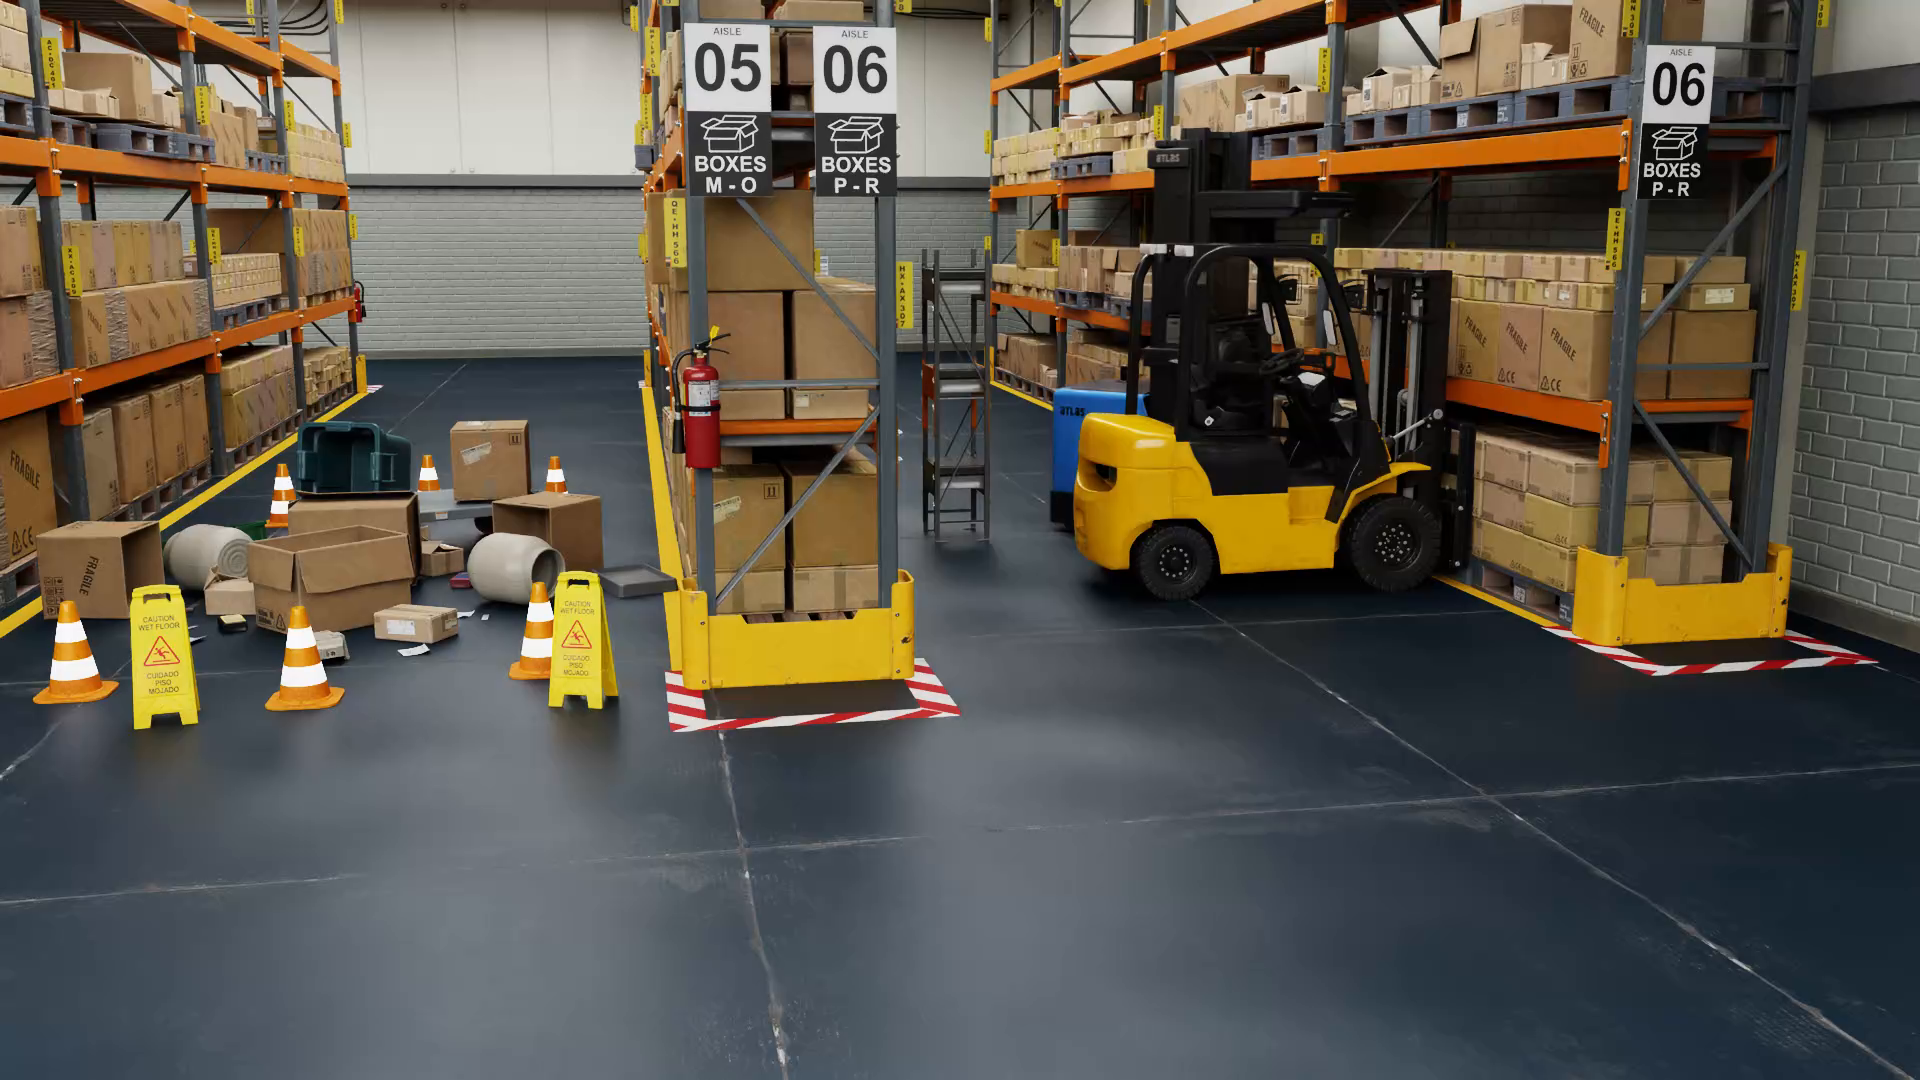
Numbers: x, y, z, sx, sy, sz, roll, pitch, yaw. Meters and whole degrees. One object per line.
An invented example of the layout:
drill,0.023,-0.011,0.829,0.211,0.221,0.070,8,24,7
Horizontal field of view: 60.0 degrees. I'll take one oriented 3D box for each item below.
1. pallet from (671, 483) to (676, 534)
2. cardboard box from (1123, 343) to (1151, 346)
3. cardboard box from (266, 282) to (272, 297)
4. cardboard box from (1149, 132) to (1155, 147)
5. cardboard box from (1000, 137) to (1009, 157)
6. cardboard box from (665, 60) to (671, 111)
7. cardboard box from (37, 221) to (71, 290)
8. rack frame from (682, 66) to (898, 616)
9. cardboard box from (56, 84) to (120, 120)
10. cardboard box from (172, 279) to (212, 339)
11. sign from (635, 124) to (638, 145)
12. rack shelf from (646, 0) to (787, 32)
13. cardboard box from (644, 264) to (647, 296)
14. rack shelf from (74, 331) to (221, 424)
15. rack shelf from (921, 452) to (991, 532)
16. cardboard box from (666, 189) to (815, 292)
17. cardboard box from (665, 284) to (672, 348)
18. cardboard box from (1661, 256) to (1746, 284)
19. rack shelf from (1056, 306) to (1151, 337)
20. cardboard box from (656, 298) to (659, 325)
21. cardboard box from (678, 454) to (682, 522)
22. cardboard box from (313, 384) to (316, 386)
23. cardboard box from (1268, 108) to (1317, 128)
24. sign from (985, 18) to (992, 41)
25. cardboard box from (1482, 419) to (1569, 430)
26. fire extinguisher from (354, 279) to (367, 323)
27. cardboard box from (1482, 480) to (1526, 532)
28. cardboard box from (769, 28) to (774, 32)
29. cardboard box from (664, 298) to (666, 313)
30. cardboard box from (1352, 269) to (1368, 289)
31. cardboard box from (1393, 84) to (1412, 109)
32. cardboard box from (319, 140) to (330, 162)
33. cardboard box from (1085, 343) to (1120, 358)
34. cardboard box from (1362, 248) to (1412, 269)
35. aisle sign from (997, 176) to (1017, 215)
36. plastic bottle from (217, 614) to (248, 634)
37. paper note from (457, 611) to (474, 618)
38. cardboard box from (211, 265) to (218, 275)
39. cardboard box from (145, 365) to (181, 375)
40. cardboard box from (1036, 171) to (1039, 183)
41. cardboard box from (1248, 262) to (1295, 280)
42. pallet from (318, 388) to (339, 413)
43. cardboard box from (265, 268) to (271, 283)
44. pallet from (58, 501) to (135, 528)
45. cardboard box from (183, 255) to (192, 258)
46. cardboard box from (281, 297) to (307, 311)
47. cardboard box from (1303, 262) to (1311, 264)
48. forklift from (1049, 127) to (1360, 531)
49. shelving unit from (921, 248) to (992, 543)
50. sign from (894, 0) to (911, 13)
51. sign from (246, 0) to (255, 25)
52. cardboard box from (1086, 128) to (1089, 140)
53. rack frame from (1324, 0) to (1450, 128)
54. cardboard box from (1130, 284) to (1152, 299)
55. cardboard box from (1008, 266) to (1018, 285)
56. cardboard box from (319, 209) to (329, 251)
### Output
pallet,-1.745,-0.271,13.055,1.003,0.211,1.213,-2,11,-11
cardboard box,2.186,-2.294,20.054,0.380,0.149,0.250,-2,11,-10
cardboard box,-7.615,-2.690,17.858,0.380,0.149,0.250,-2,11,-11
cardboard box,2.161,-4.113,17.096,0.380,0.149,0.250,-2,11,-12
cardboard box,0.862,-5.487,23.249,0.500,0.250,0.500,-2,11,-11
cardboard box,-1.481,-2.674,9.807,0.500,0.250,0.500,-2,11,-10
cardboard box,-6.531,-1.930,11.375,0.700,0.500,0.500,-2,11,-12
rack frame,-0.815,-0.764,8.189,1.000,3.000,0.127,-2,11,-11
cardboard box,-6.584,-3.313,12.528,0.396,0.266,0.258,-2,11,-11
cardboard box,-6.855,-2.009,14.463,0.500,0.500,0.500,-2,11,-11
sign,-4.472,-5.622,23.137,0.100,0.325,0.005,-2,11,-11
rack shelf,-1.982,-4.262,13.515,1.077,0.370,4.000,-2,11,-11
cardboard box,-4.115,-3.649,23.080,0.500,0.500,0.500,-2,11,-11
rack shelf,-6.817,-1.313,12.995,1.077,0.370,4.000,-2,11,-11
rack shelf,-0.032,-0.361,12.293,0.431,0.518,0.480,-2,11,-11
cardboard box,-1.128,-1.536,8.509,0.700,0.500,0.500,-2,11,-12
cardboard box,-1.780,-1.602,11.530,0.500,0.500,0.500,-2,11,-11
cardboard box,4.198,-1.529,9.408,0.380,0.149,0.250,-2,11,-12
rack shelf,2.109,-2.426,18.845,1.077,0.370,4.000,-2,11,-11
cardboard box,-2.724,-2.241,16.350,0.500,0.250,0.500,-3,11,-13
cardboard box,-1.528,-0.411,10.558,0.500,0.500,0.500,-2,11,-8
cardboard box,-7.989,-1.788,20.070,0.380,0.149,0.250,-2,11,-12
cardboard box,2.764,-3.475,13.692,0.380,0.149,0.250,-2,11,-11
sign,0.409,-7.305,23.800,0.100,0.325,0.005,-2,11,-11
cardboard box,3.865,-0.665,11.225,0.500,0.250,0.500,-2,11,-12
fire extinguisher,-8.359,-3.342,22.937,0.296,0.674,0.183,-2,11,-11
cardboard box,3.565,-0.217,10.207,0.500,0.250,0.500,-2,11,-12
cardboard box,-0.854,-2.763,9.208,0.380,0.149,0.250,-2,11,-11
cardboard box,-2.426,-2.092,14.714,0.380,0.149,0.250,-2,11,-11
cardboard box,3.132,-1.931,12.319,0.380,0.149,0.250,-2,11,-10
cardboard box,3.215,-3.050,11.459,0.380,0.149,0.250,-2,11,-9
cardboard box,-8.225,-4.883,20.869,0.500,0.250,0.500,-2,11,-10
cardboard box,1.719,-2.273,19.945,0.380,0.149,0.250,-3,11,-14
cardboard box,3.203,-2.080,12.303,0.380,0.149,0.250,-2,11,-10
aisle sign,0.640,-5.159,24.326,0.394,0.787,0.004,-2,11,-11
plastic bottle,-4.181,0.474,9.544,0.133,0.061,0.283,-6,13,-31
paper note,-2.969,0.438,9.846,0.148,0.019,0.142,2,11,9
cardboard box,-7.161,-2.549,15.525,0.380,0.149,0.250,-2,11,-13
cardboard box,-7.597,-1.496,15.588,0.500,0.250,0.500,-2,11,-12
cardboard box,1.205,-4.742,21.735,0.380,0.149,0.250,-2,11,-9
cardboard box,2.714,-2.335,14.438,0.380,0.149,0.250,-2,11,-11
pallet,-8.390,-1.743,20.789,1.003,0.211,1.213,-2,11,-11
cardboard box,-7.615,-2.836,17.827,0.380,0.149,0.250,-2,11,-9
pallet,-6.652,-0.068,11.991,1.003,0.211,1.213,-2,11,-11
cardboard box,-8.155,-2.862,17.168,0.380,0.149,0.250,-2,11,-11
cardboard box,-7.718,-2.707,19.069,0.380,0.149,0.250,-2,11,-9
cardboard box,3.222,-2.355,14.544,0.380,0.149,0.250,-2,11,-11
forklift,2.177,-1.426,11.850,3.031,2.935,1.130,7,13,34
shelving unit,-0.032,-1.062,12.160,0.431,2.100,0.503,-2,11,-11
sign,-0.282,-2.687,7.931,0.100,0.325,0.005,-2,11,-11
sign,-9.295,-6.925,21.805,0.100,0.325,0.005,-2,11,-11
cardboard box,1.660,-4.642,19.026,0.380,0.149,0.250,-2,11,-10
rack frame,3.276,-4.626,12.435,1.000,3.000,0.127,-2,11,-11
cardboard box,1.994,-2.602,17.394,0.380,0.149,0.250,-2,11,-10
cardboard box,0.966,-3.674,23.083,0.500,0.250,0.500,-2,11,-12
cardboard box,-8.115,-3.827,20.543,0.500,0.500,0.500,-3,11,-13
